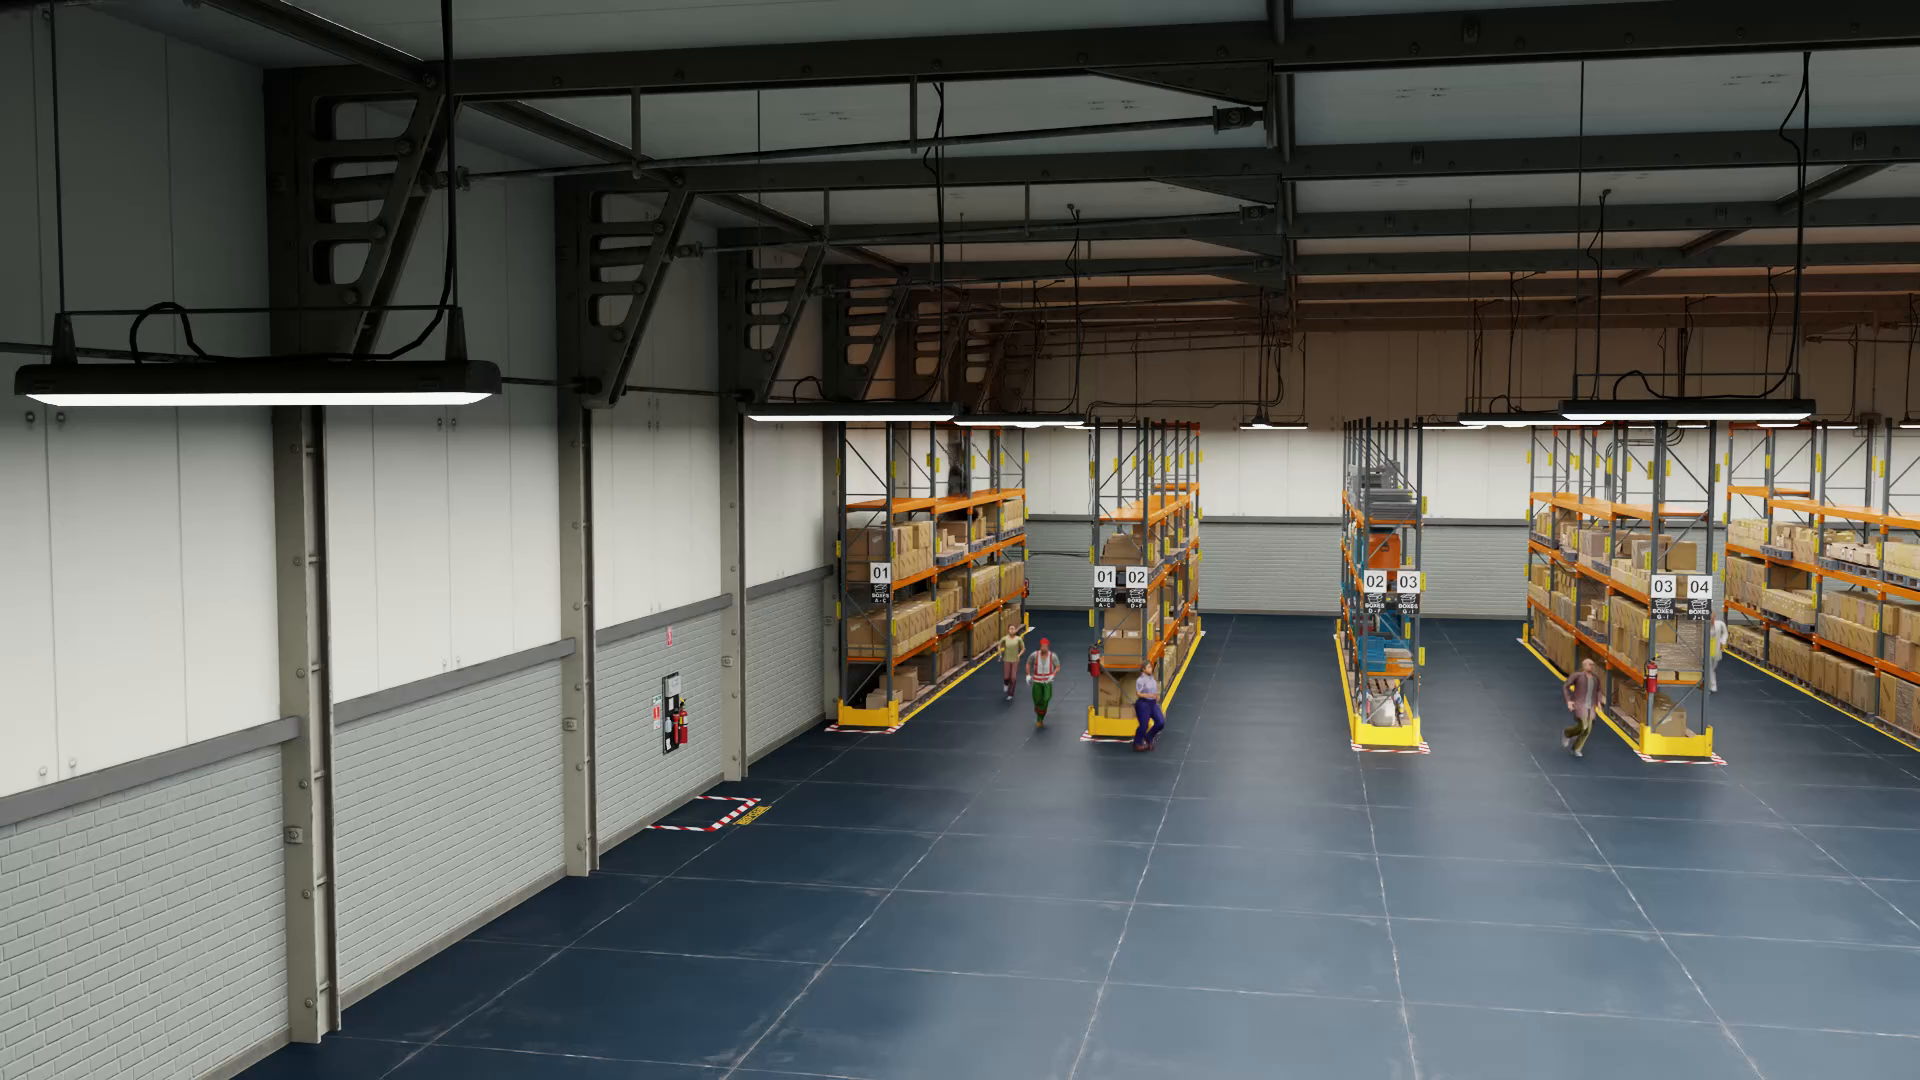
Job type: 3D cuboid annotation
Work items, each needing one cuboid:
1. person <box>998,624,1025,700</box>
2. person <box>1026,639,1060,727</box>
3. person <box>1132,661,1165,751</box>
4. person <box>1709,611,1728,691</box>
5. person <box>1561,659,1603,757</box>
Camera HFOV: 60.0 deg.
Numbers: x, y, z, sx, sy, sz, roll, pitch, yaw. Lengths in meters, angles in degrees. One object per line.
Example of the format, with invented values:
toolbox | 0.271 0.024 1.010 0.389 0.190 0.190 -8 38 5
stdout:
person | 1.105 2.607 35.648 0.594 1.622 0.555 0 4 1
person | 1.621 2.768 32.560 0.662 1.725 0.698 0 4 -2
person | 3.369 2.985 29.723 0.651 1.639 0.580 3 5 43
person | 16.805 2.455 37.271 0.712 1.777 1.069 1 4 10
person | 11.078 2.958 29.480 0.742 1.697 0.597 -1 4 -14
